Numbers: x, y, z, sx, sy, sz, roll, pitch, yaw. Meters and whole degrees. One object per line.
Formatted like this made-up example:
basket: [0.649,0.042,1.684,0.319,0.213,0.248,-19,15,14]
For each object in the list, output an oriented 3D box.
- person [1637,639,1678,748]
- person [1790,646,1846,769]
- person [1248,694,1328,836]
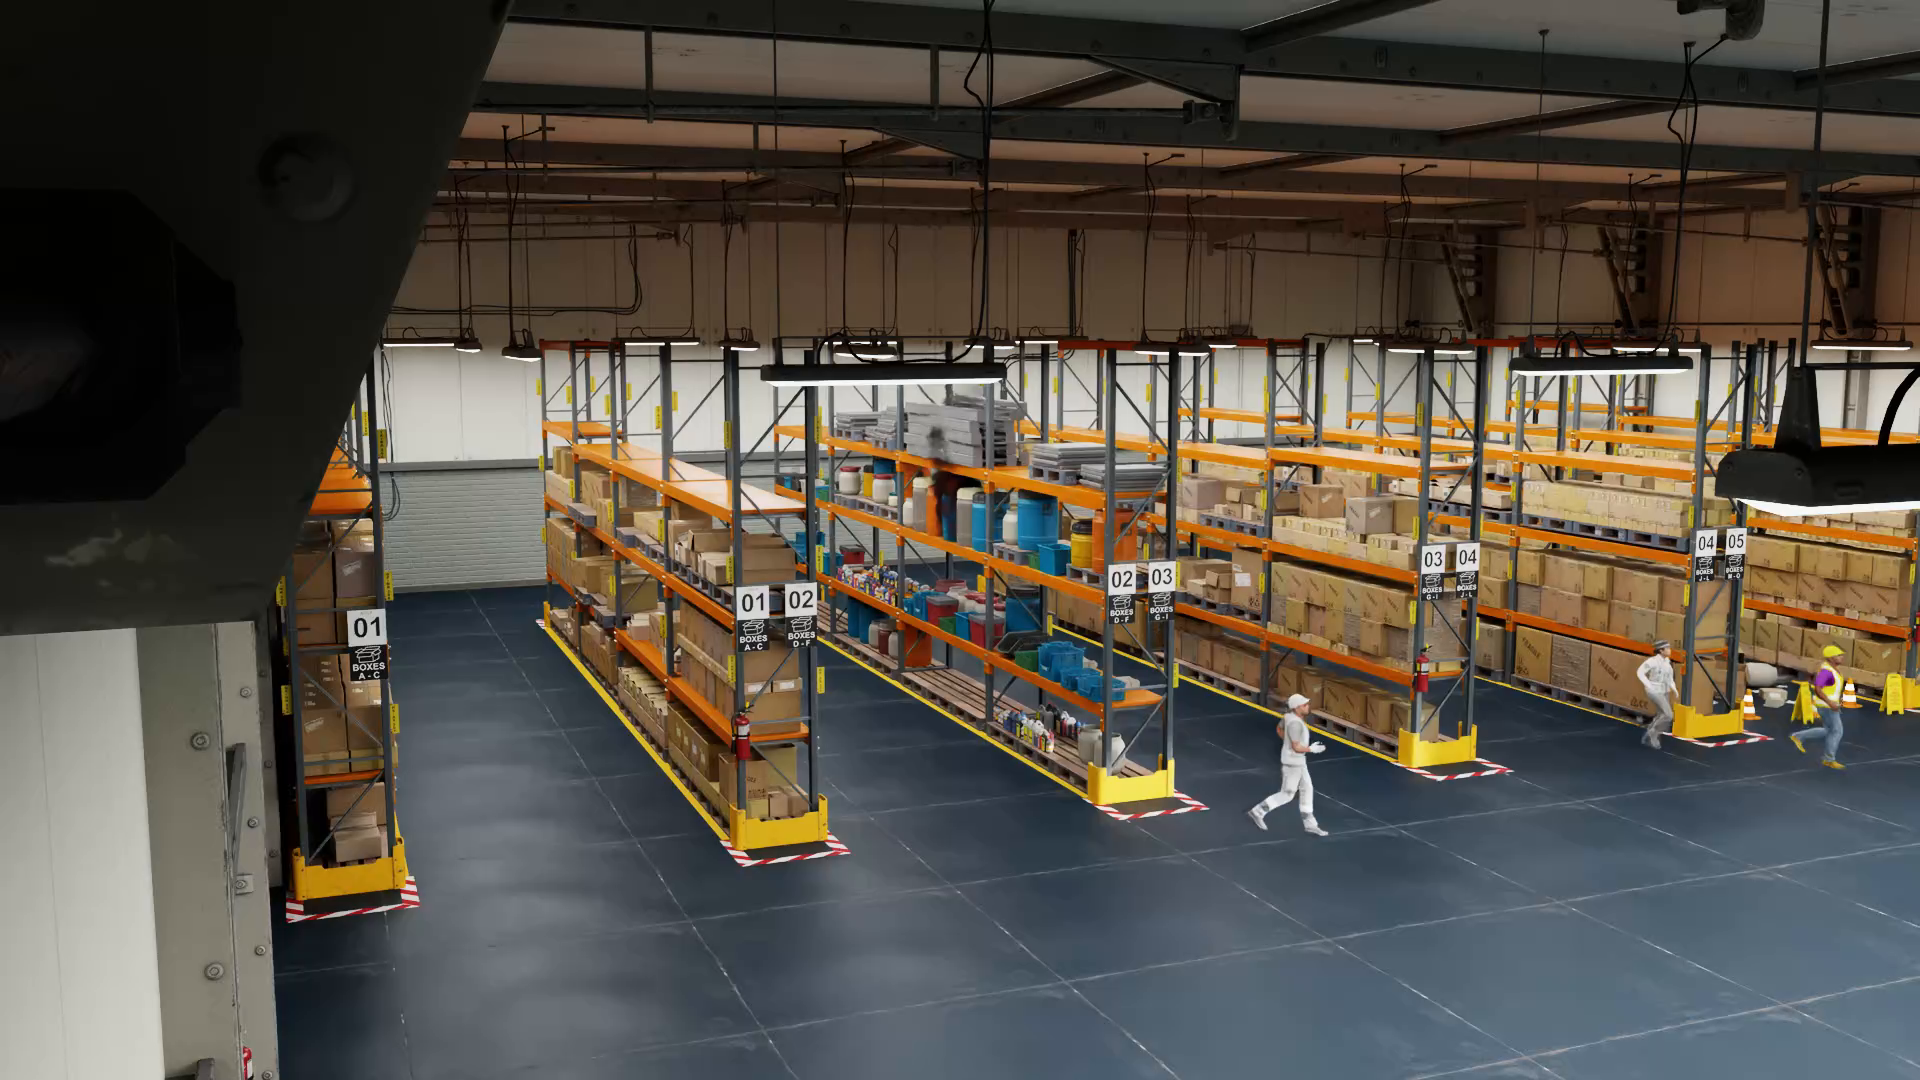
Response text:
person: [10.455,2.291,24.783,0.637,1.658,0.558,-5,9,-34]
person: [12.377,2.374,23.905,0.742,1.765,0.712,4,9,30]
person: [4.079,2.779,20.572,0.992,1.793,0.670,1,8,9]
